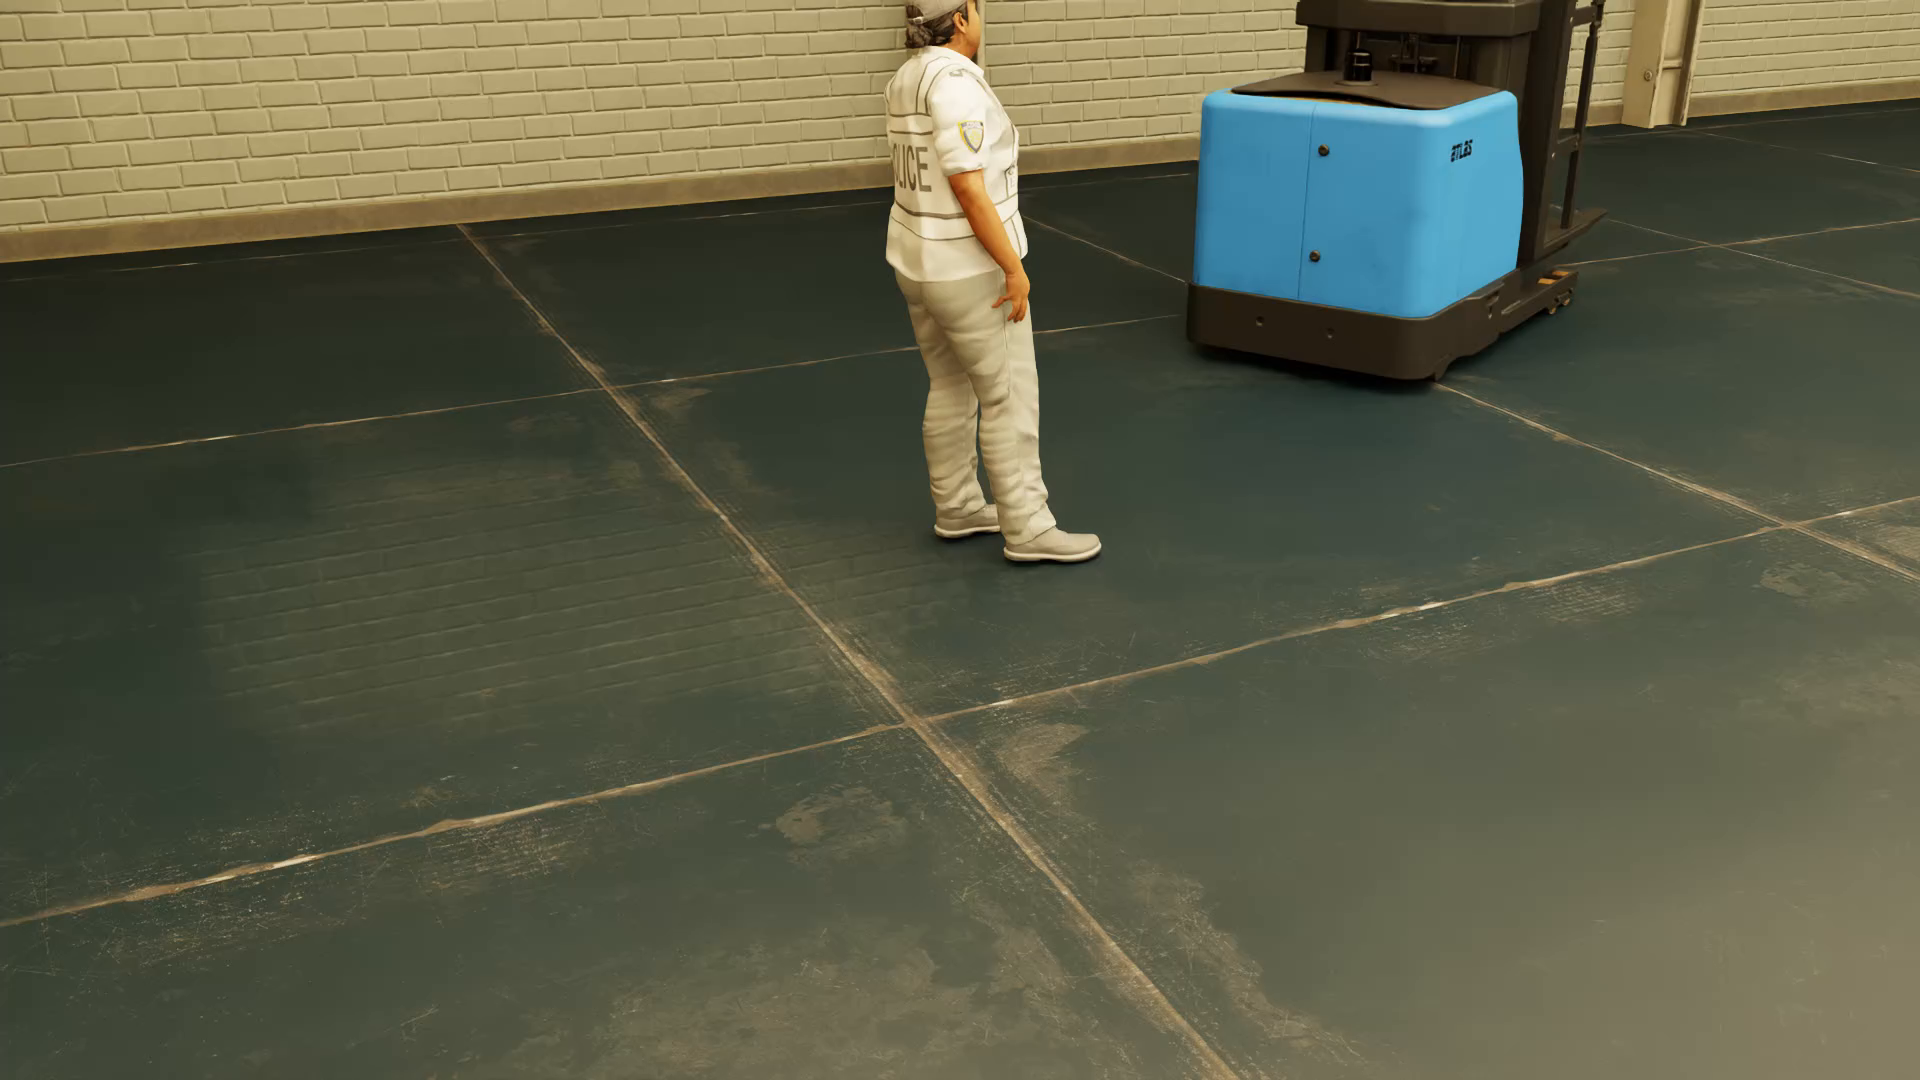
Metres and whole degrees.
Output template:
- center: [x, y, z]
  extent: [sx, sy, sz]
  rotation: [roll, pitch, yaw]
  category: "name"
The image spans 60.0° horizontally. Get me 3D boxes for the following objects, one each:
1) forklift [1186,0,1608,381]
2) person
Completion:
- center: [2.215, -2.475, 7.245]
  extent: [1.130, 2.935, 3.031]
  rotation: [16, 27, 33]
  category: "forklift"
- center: [0.079, -0.781, 4.795]
  extent: [0.529, 1.670, 0.598]
  rotation: [-10, 25, -23]
  category: "person"
